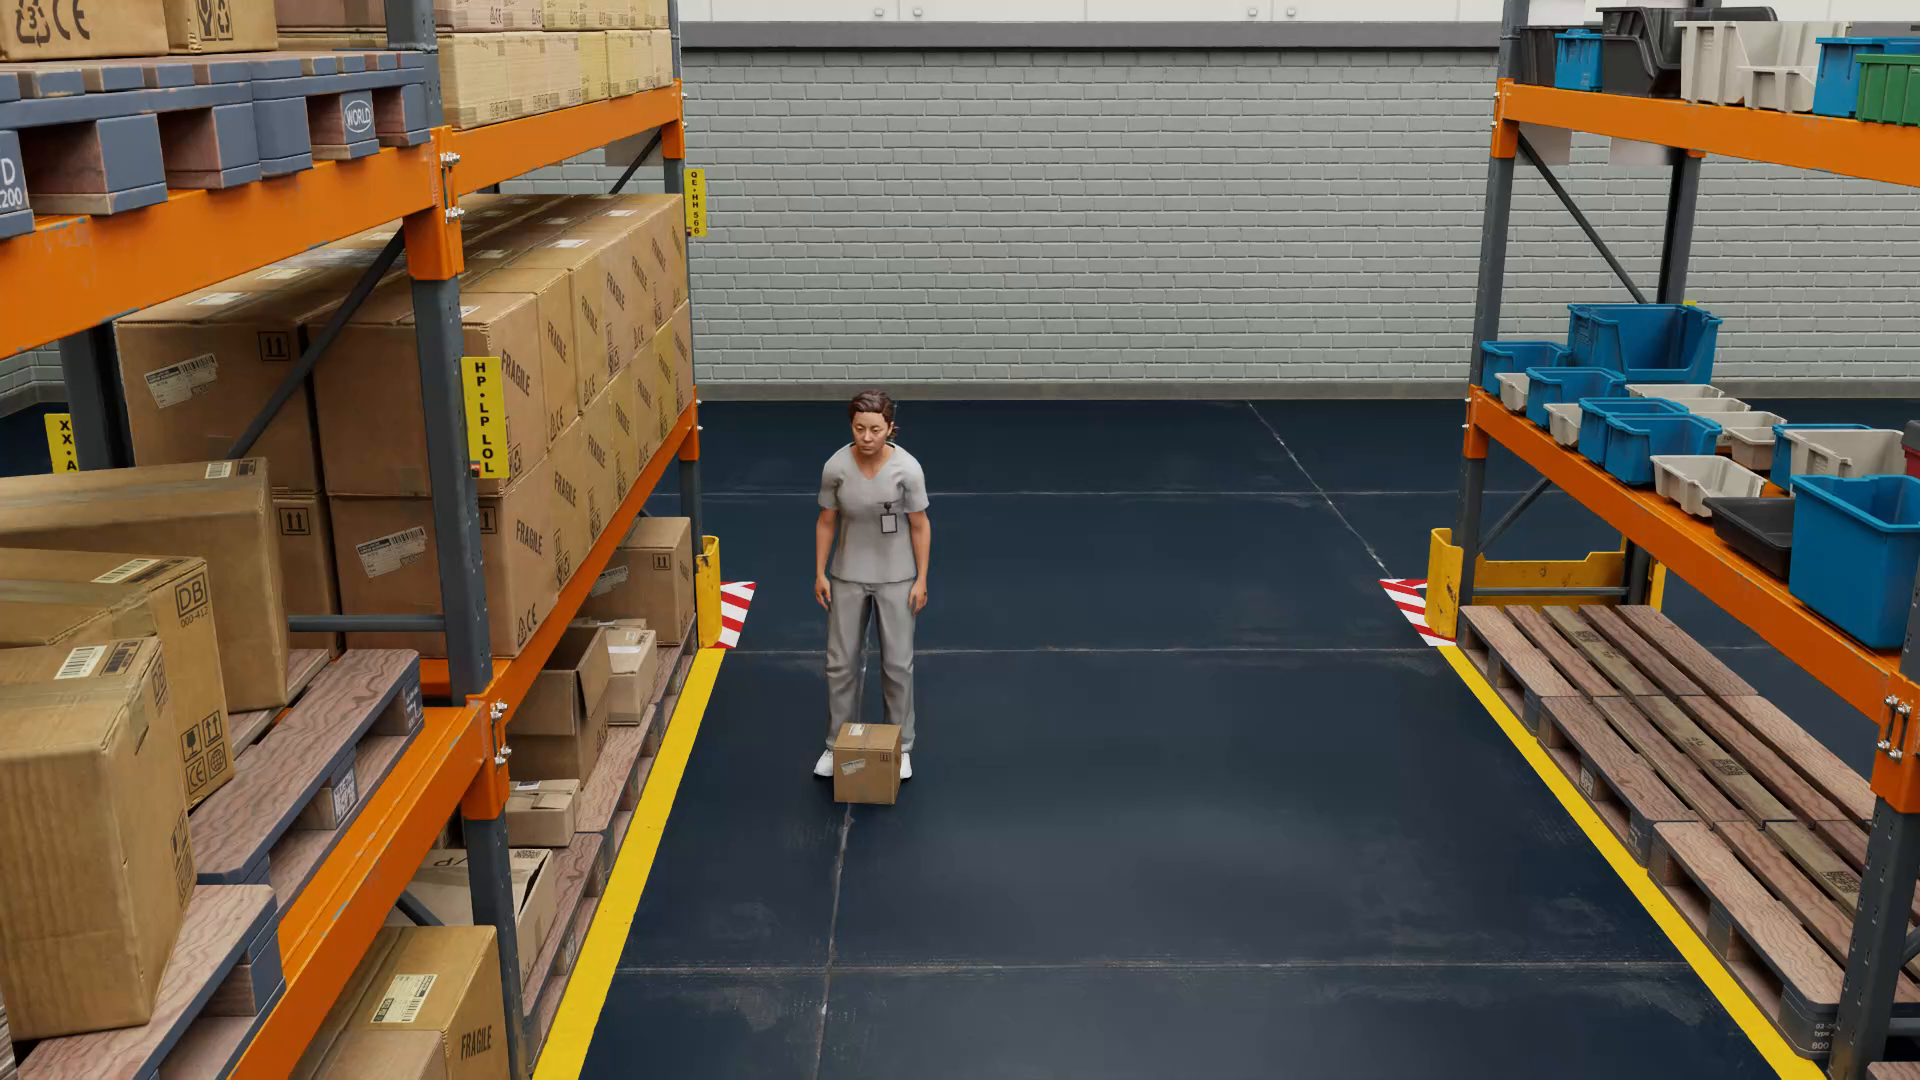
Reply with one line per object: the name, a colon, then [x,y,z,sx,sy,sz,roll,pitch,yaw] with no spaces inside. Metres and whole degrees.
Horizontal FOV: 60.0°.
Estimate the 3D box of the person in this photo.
person: [-0.368,0.180,6.965,0.485,1.673,0.353,2,17,7]
